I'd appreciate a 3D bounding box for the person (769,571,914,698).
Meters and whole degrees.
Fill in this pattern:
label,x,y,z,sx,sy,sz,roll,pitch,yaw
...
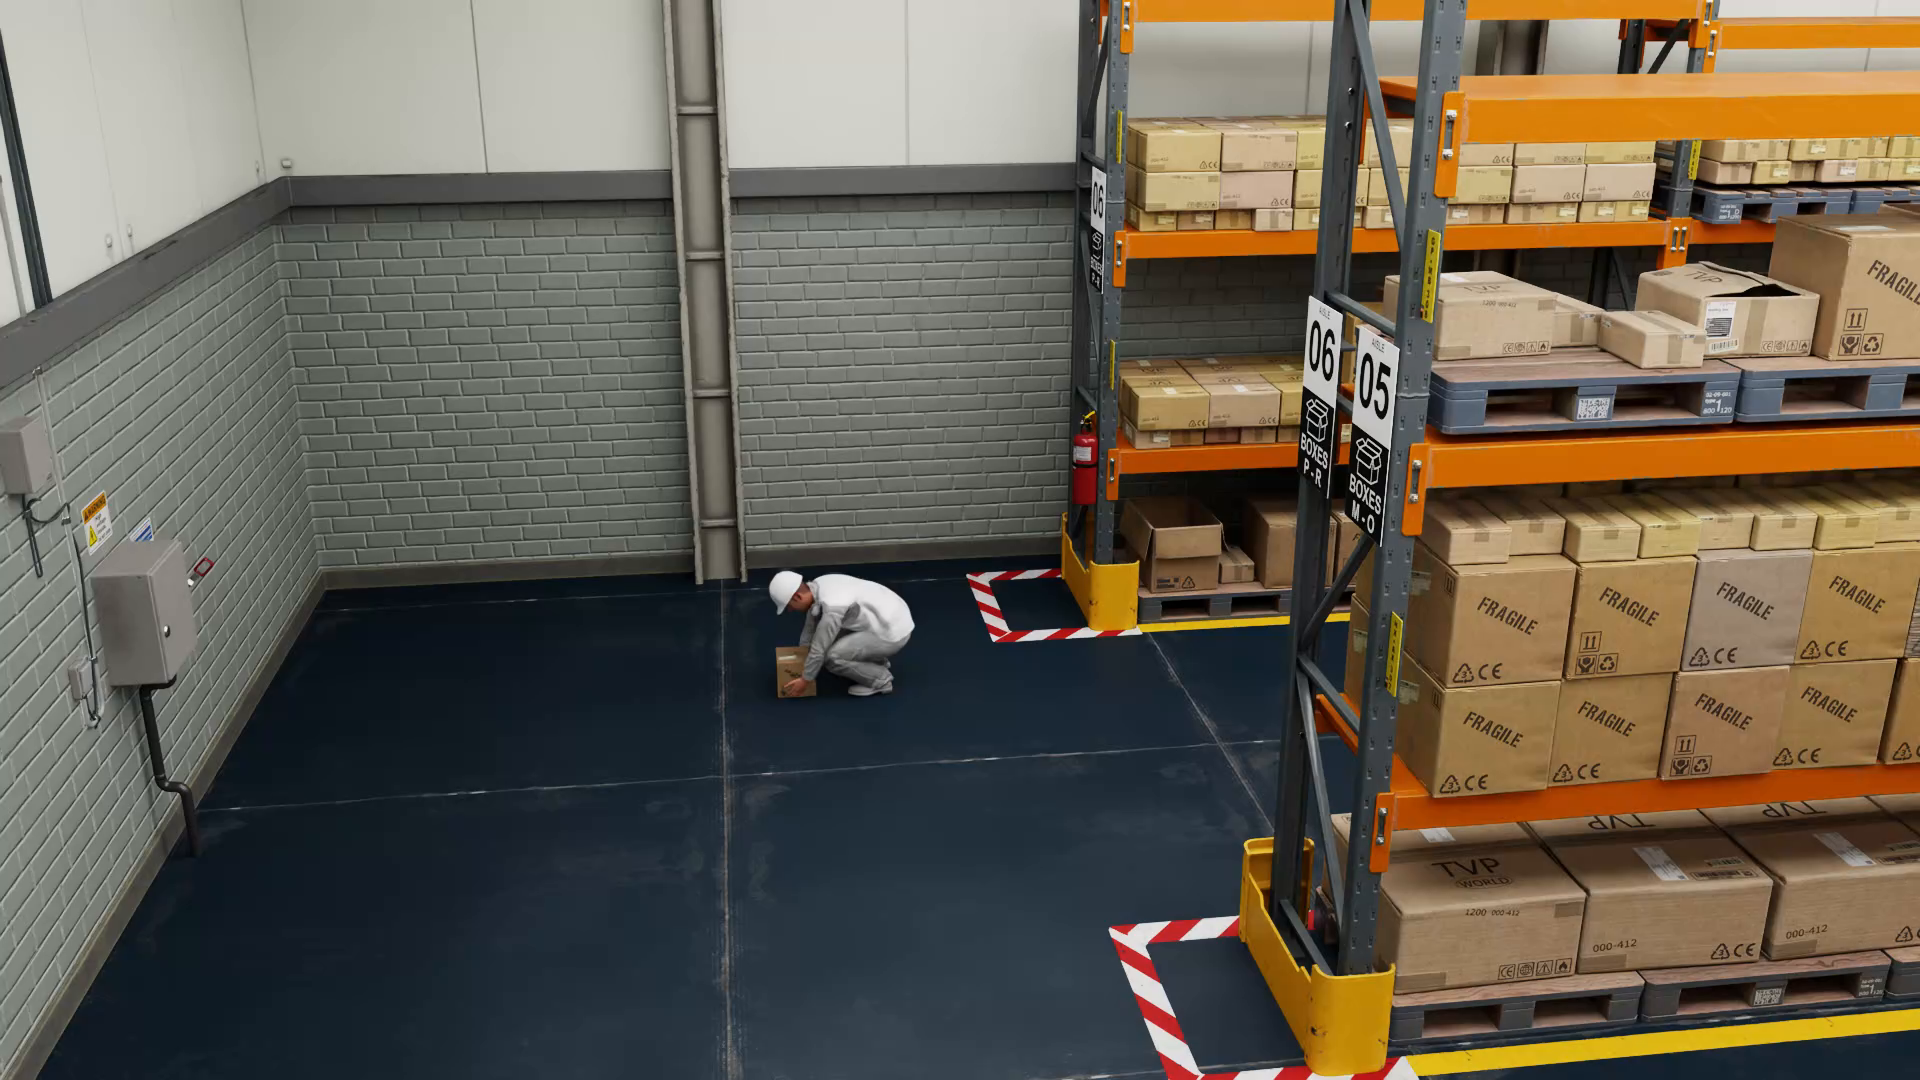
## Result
label,x,y,z,sx,sy,sz,roll,pitch,yaw
person,-0.766,0.579,10.831,0.928,0.869,0.529,-3,20,-8
